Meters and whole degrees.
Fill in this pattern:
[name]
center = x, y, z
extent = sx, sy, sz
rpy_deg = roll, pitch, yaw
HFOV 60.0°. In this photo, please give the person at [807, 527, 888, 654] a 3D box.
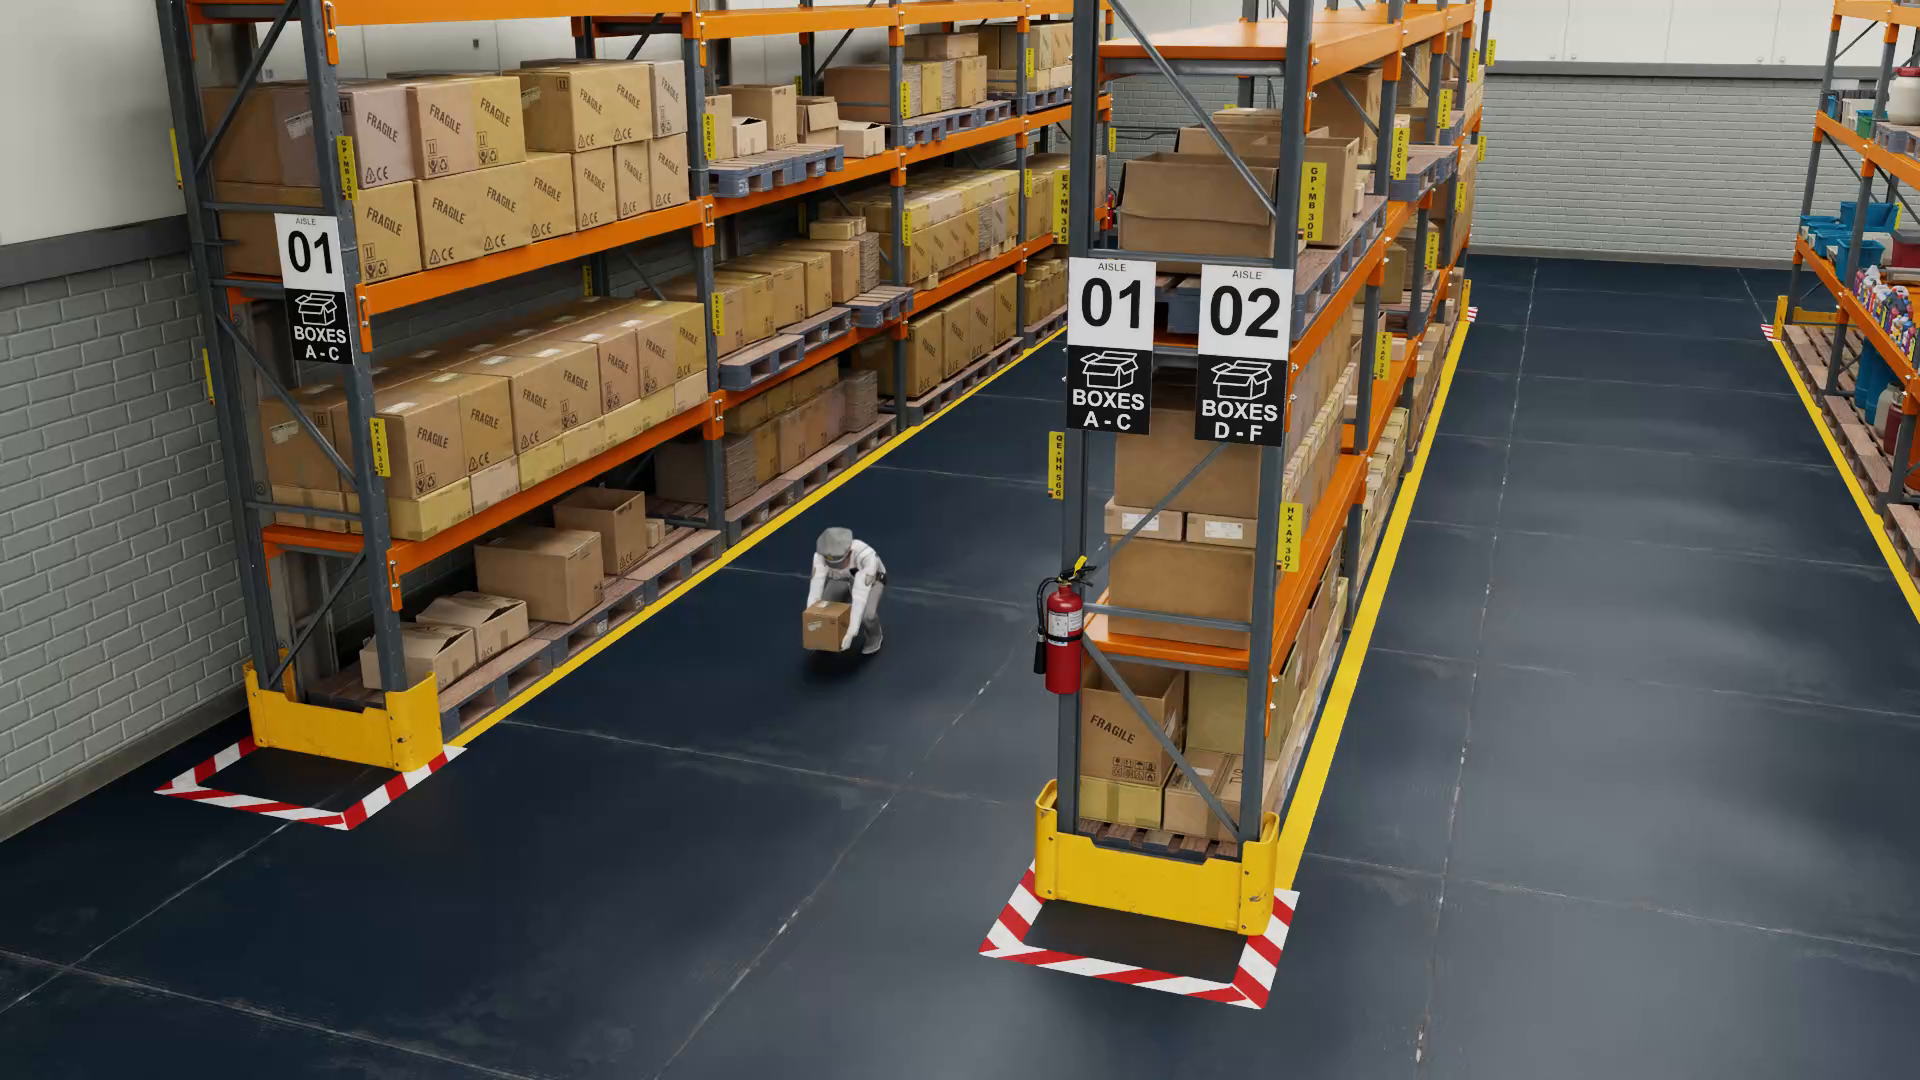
[person]
center = -0.764, 0.317, 11.216
extent = 0.466, 0.979, 0.851
rpy_deg = 6, 20, 17
